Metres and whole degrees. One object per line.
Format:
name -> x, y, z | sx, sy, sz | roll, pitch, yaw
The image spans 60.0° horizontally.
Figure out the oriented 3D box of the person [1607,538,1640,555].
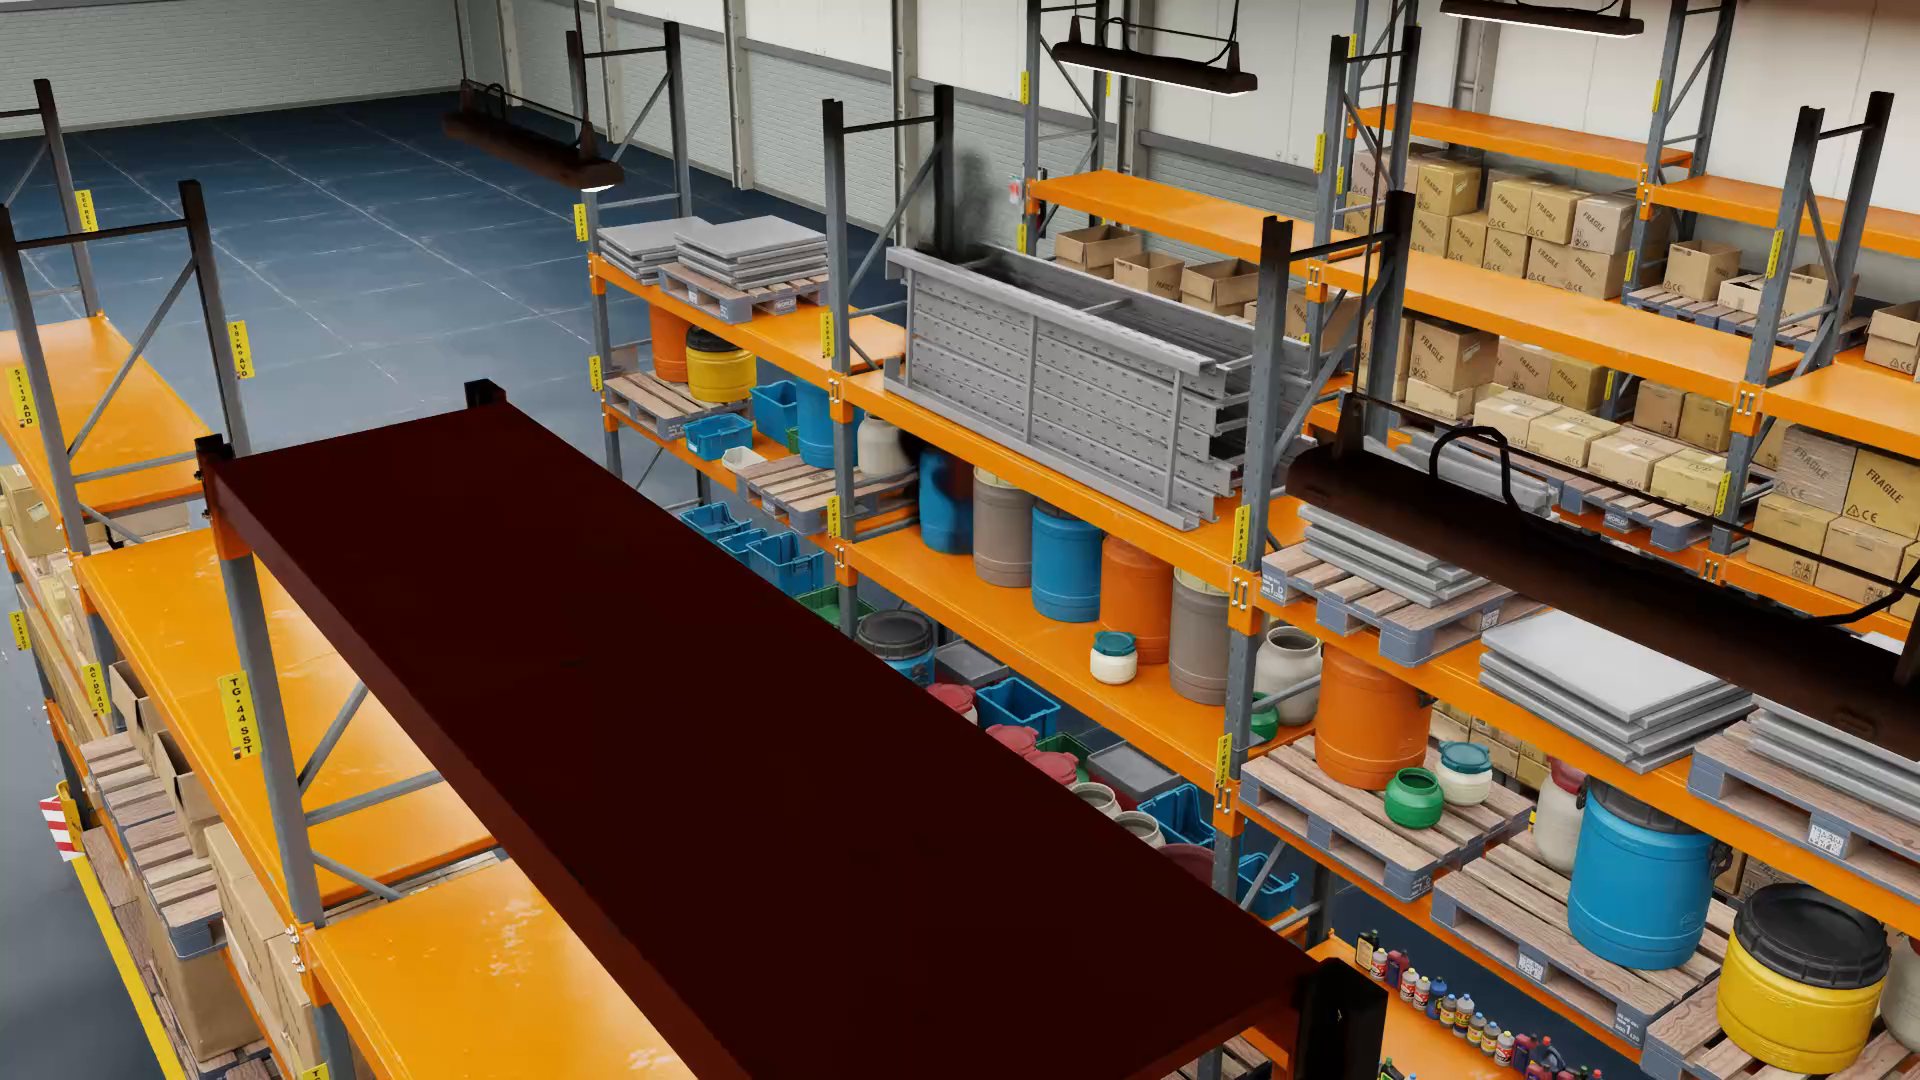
person -> 6.222, 0.502, 15.808 | 0.863, 1.771, 0.657 | 20, 31, 36
